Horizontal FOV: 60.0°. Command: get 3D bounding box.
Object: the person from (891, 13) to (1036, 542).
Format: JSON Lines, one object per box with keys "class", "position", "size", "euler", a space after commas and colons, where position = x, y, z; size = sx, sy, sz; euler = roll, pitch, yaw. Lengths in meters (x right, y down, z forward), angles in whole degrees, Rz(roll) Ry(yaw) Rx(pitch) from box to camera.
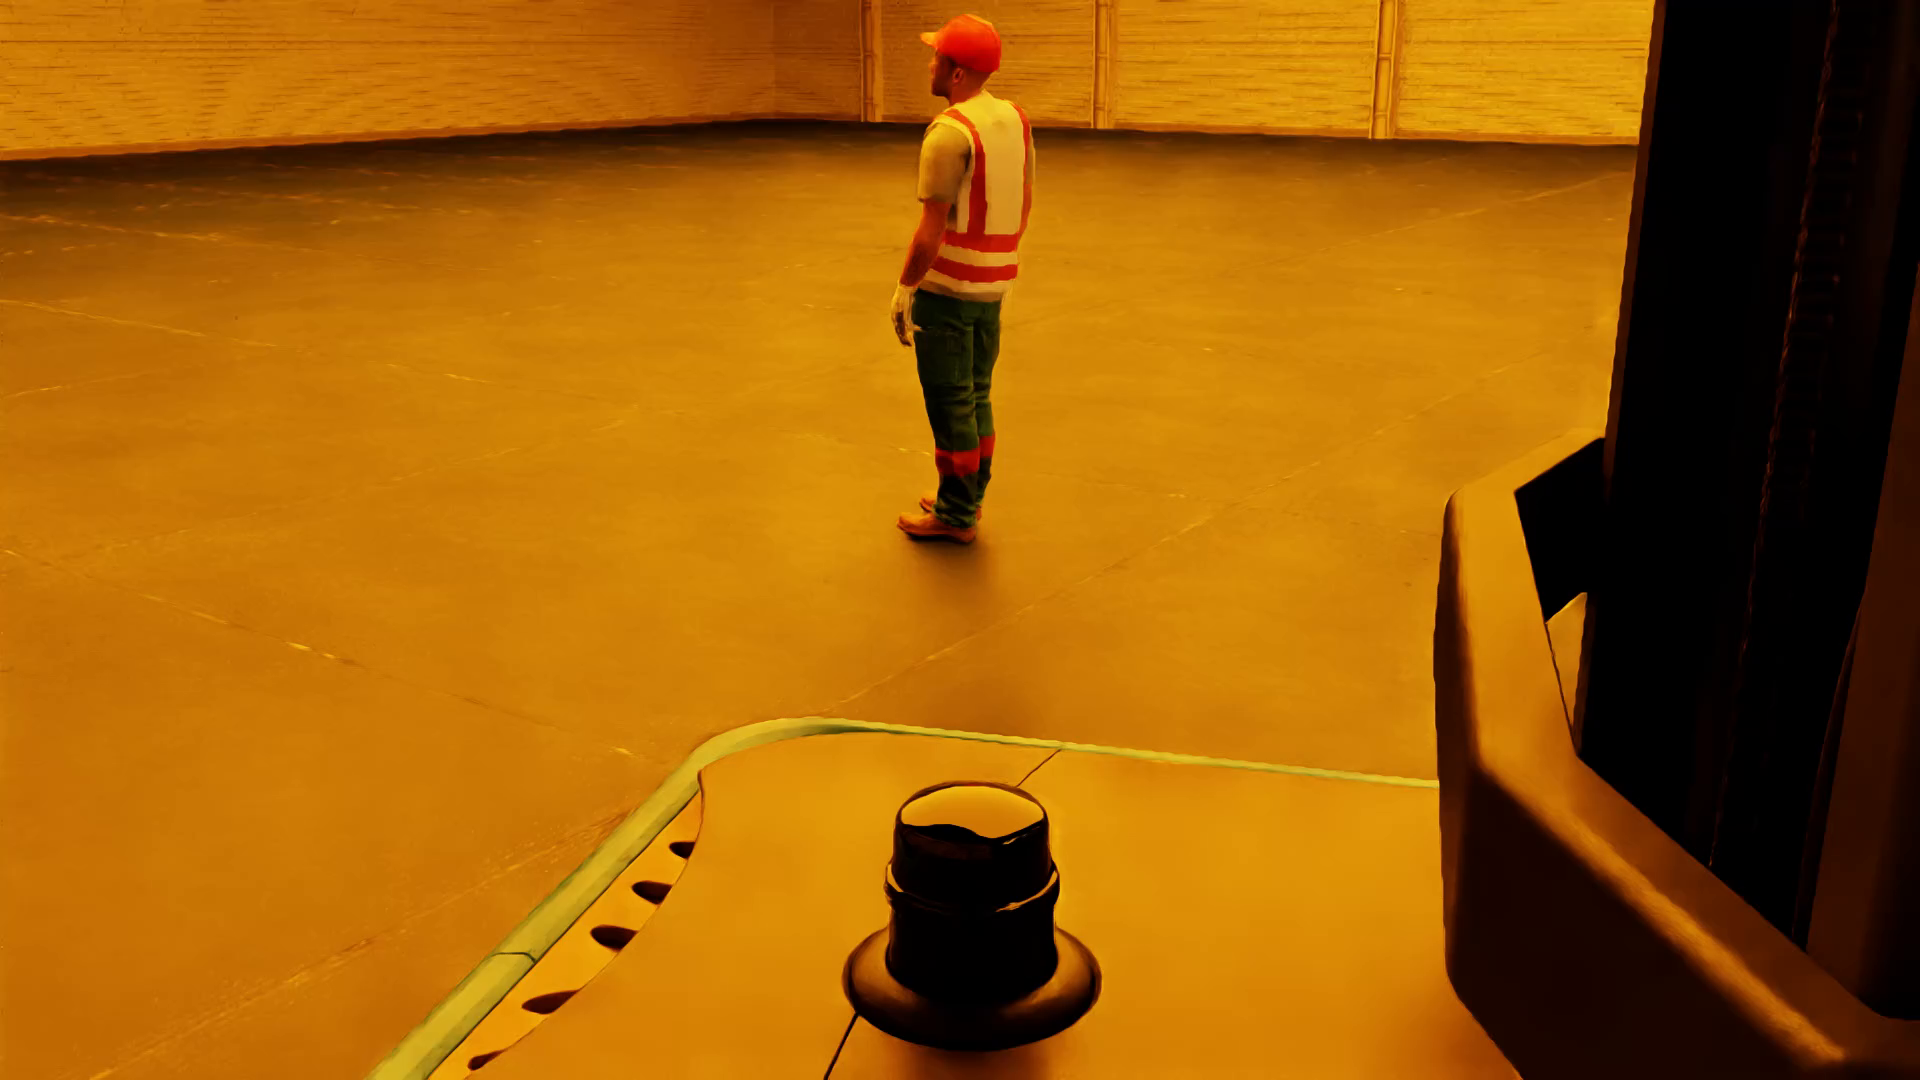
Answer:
{"class": "person", "position": [-0.060, -0.879, 5.743], "size": [0.563, 1.787, 0.637], "euler": [11, 20, 33]}
